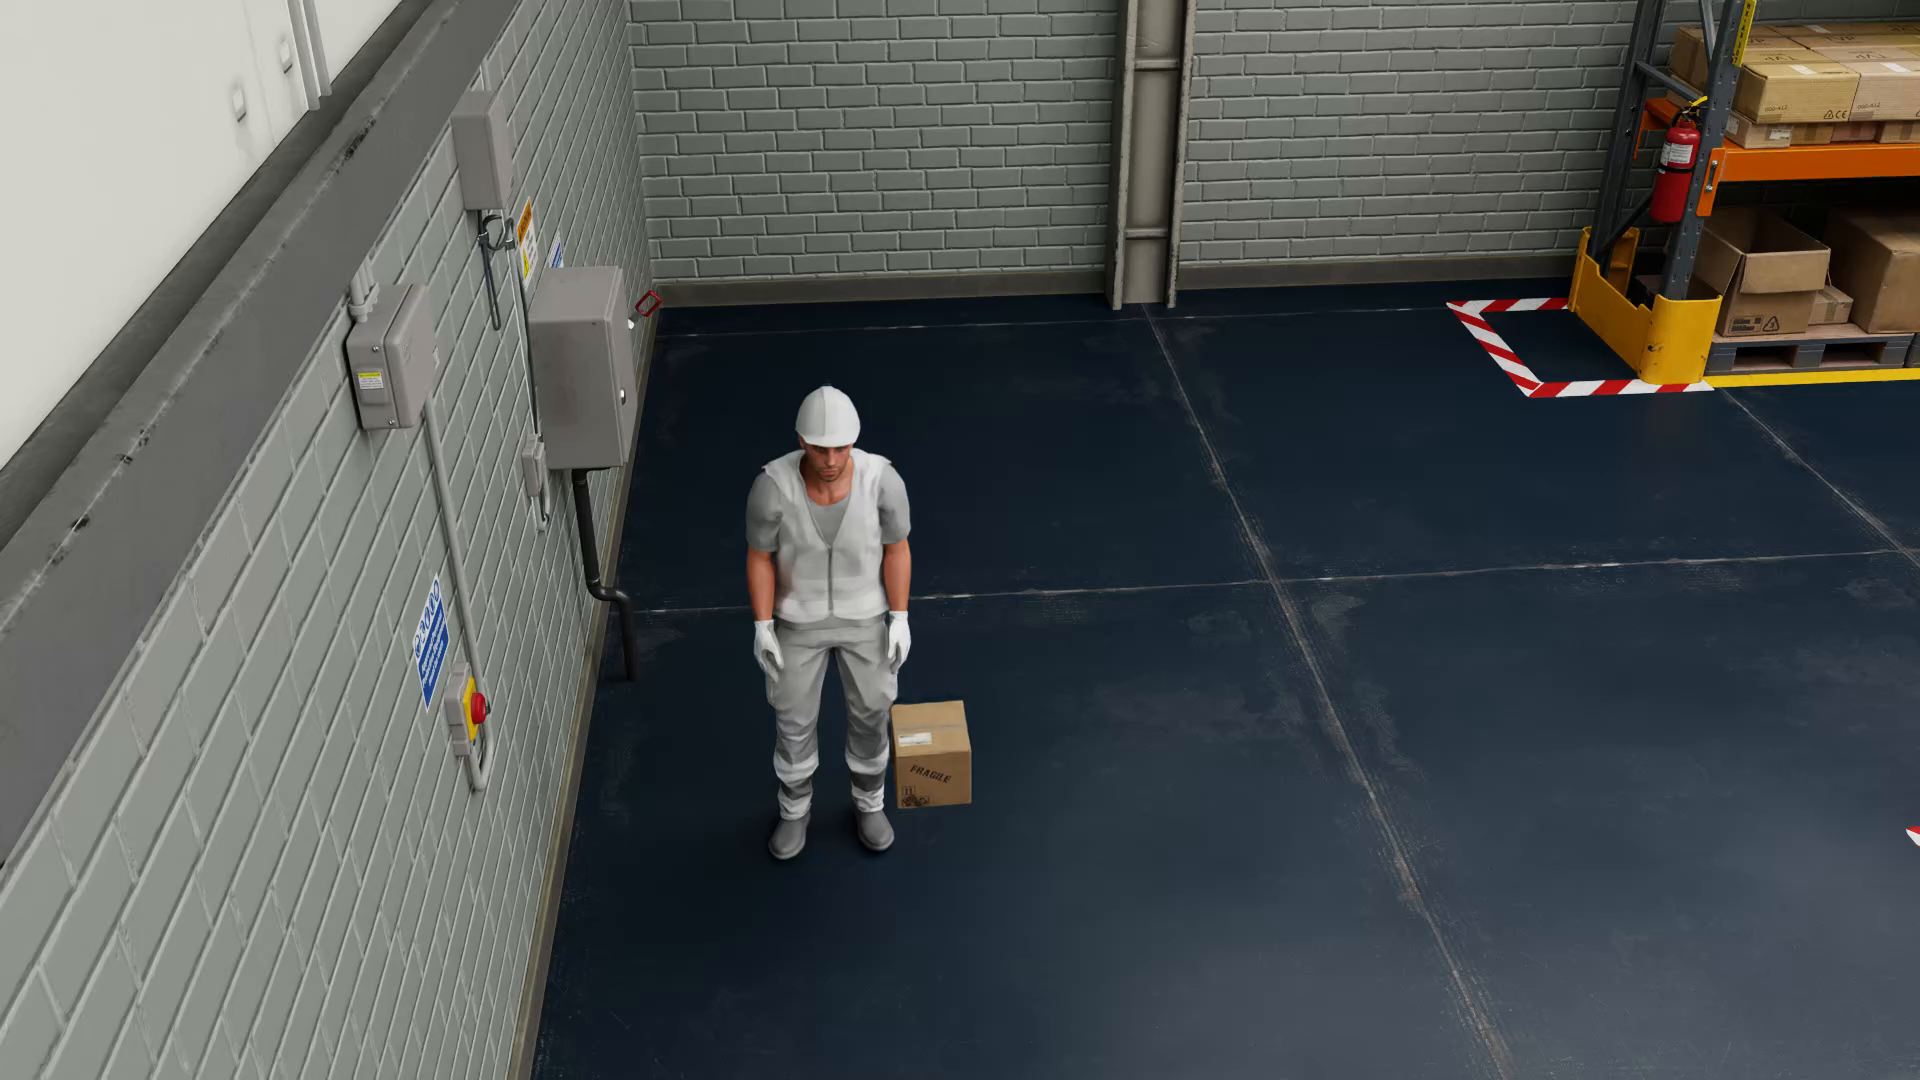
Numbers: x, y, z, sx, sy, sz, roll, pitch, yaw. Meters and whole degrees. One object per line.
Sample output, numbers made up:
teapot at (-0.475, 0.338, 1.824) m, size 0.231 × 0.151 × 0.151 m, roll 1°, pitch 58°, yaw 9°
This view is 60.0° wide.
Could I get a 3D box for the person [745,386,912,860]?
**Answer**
person at (-0.433, 0.282, 5.640) m, size 0.553 × 1.785 × 0.416 m, roll -4°, pitch 31°, yaw -6°
